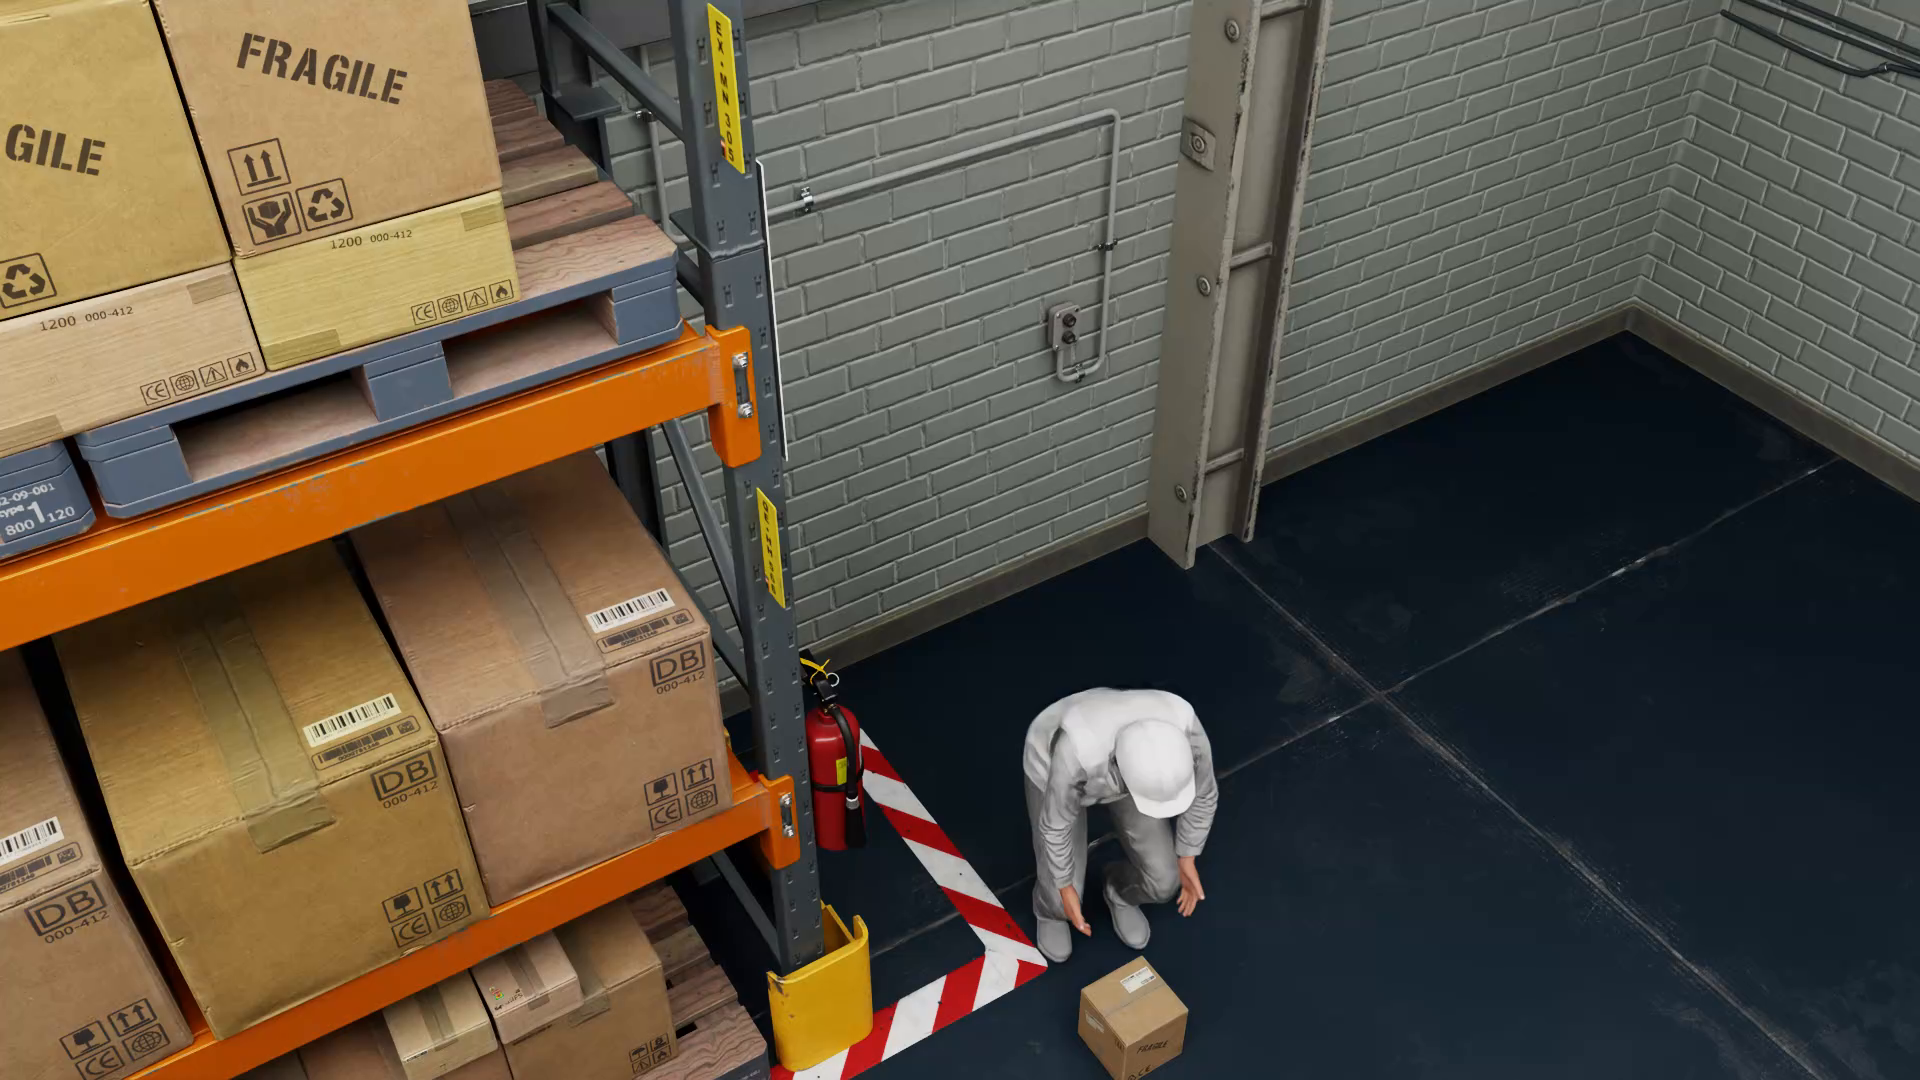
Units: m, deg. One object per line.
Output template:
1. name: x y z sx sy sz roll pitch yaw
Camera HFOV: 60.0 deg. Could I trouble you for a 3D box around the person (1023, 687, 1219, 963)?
1. person: 0.513 0.890 5.417 0.589 1.360 0.799 -8 41 -9
